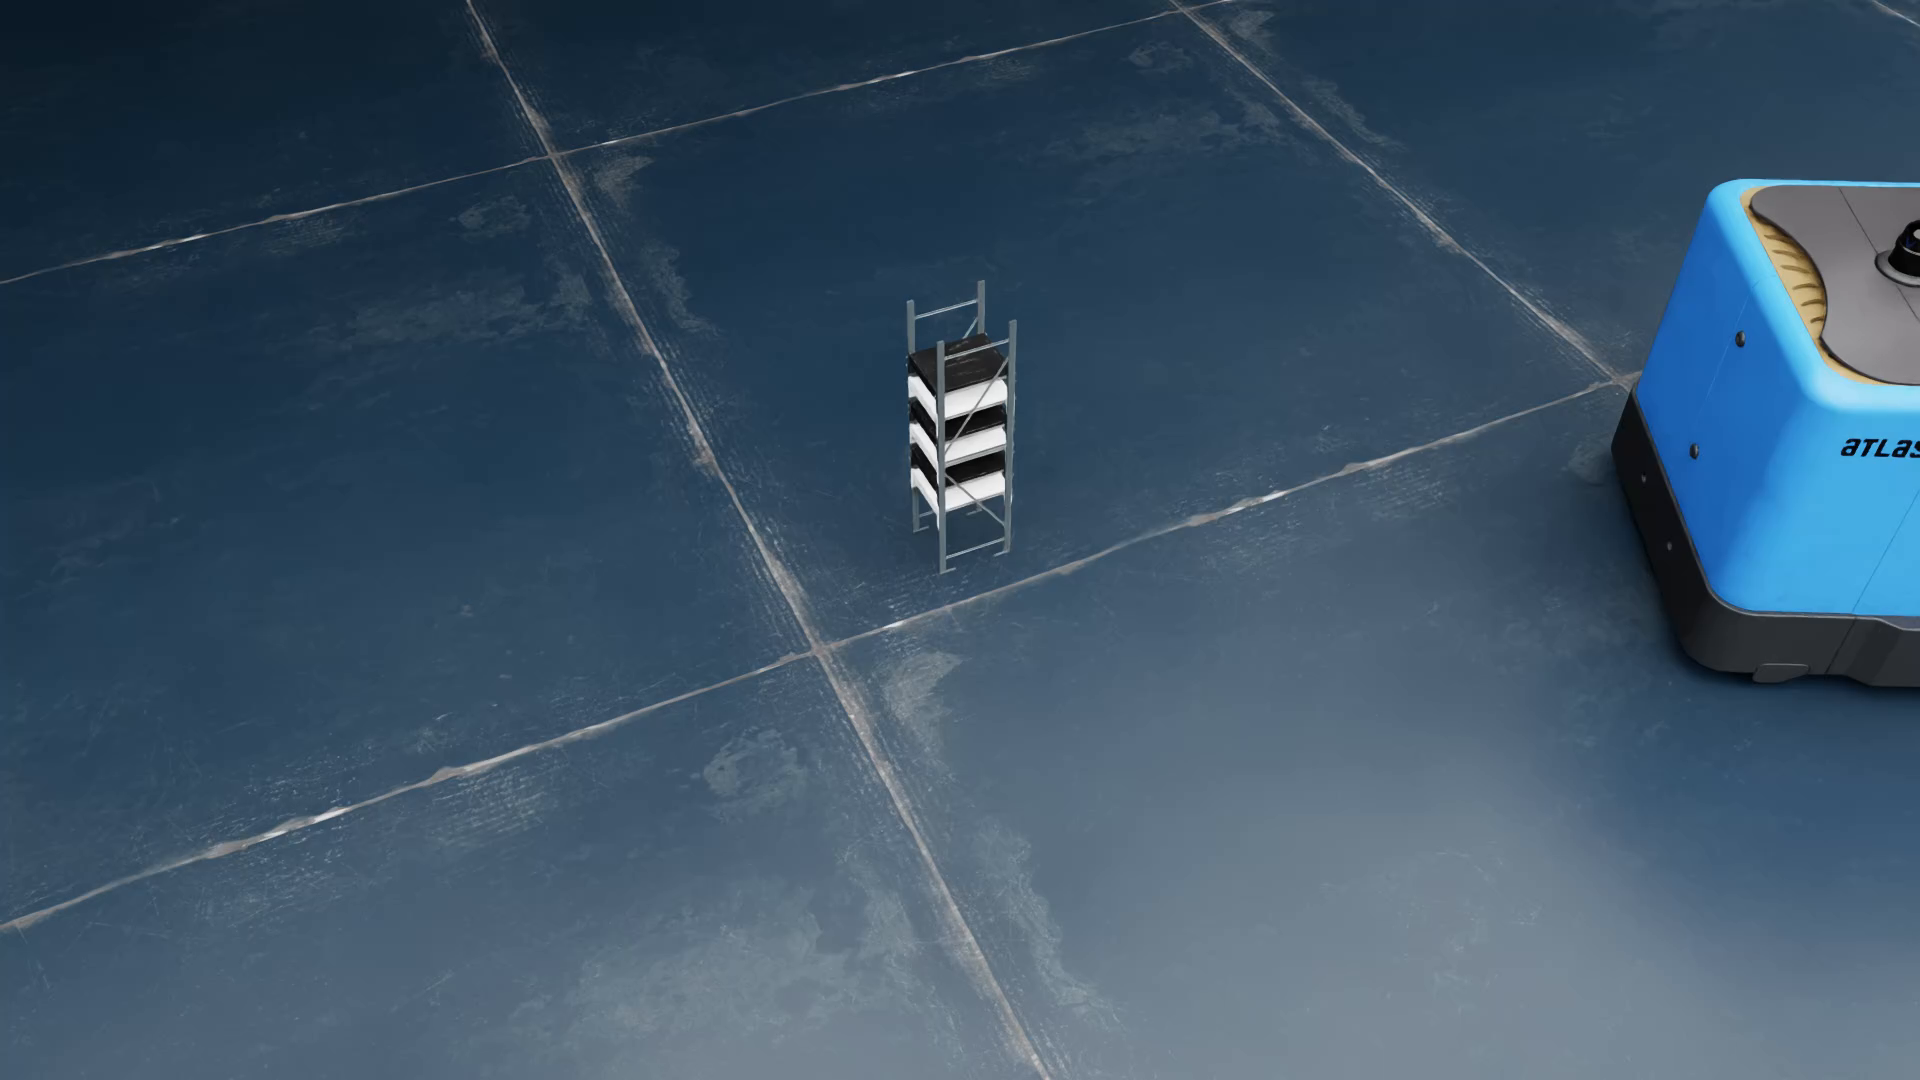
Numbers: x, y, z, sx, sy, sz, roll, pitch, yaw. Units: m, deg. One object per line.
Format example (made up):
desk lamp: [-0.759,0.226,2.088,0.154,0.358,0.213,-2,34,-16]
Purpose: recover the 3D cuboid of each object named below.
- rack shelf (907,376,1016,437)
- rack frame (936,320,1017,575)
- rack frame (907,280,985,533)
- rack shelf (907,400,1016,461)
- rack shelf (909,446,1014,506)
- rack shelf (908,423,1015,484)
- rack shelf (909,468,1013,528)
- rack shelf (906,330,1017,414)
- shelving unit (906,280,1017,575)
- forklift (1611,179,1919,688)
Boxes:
rack shelf: [0.003,-0.420,4.826,0.258,0.077,0.200,-18,47,-17]
rack frame: [0.046,-0.250,4.863,0.240,0.900,0.006,-18,47,-17]
rack frame: [-0.039,-0.380,4.994,0.240,0.900,0.006,-18,47,-17]
rack shelf: [0.003,-0.355,4.889,0.258,0.077,0.200,-18,47,-17]
rack shelf: [0.003,-0.227,5.015,0.258,0.077,0.200,-18,47,-17]
rack shelf: [0.003,-0.291,4.952,0.258,0.077,0.200,-18,47,-17]
rack shelf: [0.003,-0.163,5.079,0.258,0.077,0.200,-18,47,-17]
rack shelf: [0.003,-0.484,4.762,0.258,0.077,0.200,-18,47,-17]
shelving unit: [0.003,-0.315,4.929,0.258,0.900,0.210,-18,47,-17]
forklift: [3.628,-0.943,4.119,3.031,2.935,1.130,2,45,2]
